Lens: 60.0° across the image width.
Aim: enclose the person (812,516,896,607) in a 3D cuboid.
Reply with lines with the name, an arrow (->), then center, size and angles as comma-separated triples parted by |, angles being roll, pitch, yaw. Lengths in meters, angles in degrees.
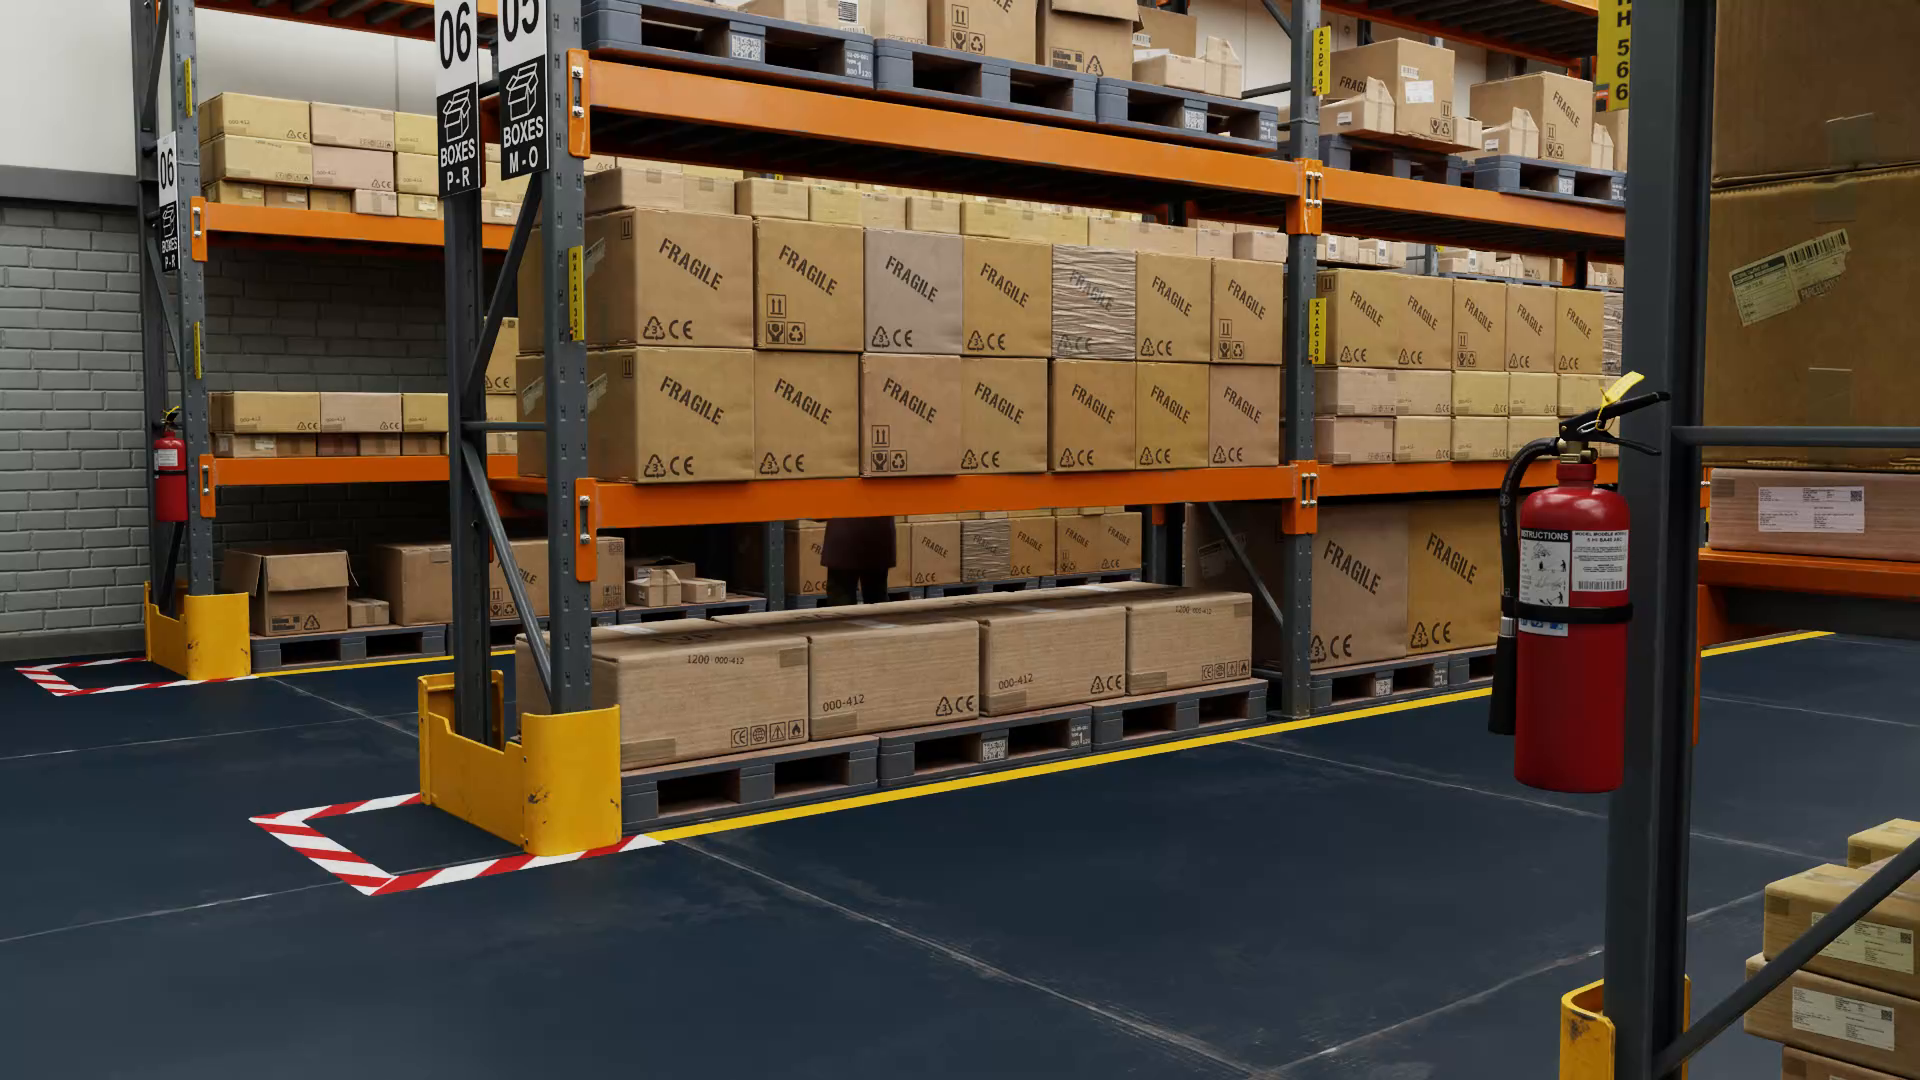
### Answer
person -> -0.644, -0.062, 9.815 | 0.530, 1.769, 0.555 | -3, 5, -38
